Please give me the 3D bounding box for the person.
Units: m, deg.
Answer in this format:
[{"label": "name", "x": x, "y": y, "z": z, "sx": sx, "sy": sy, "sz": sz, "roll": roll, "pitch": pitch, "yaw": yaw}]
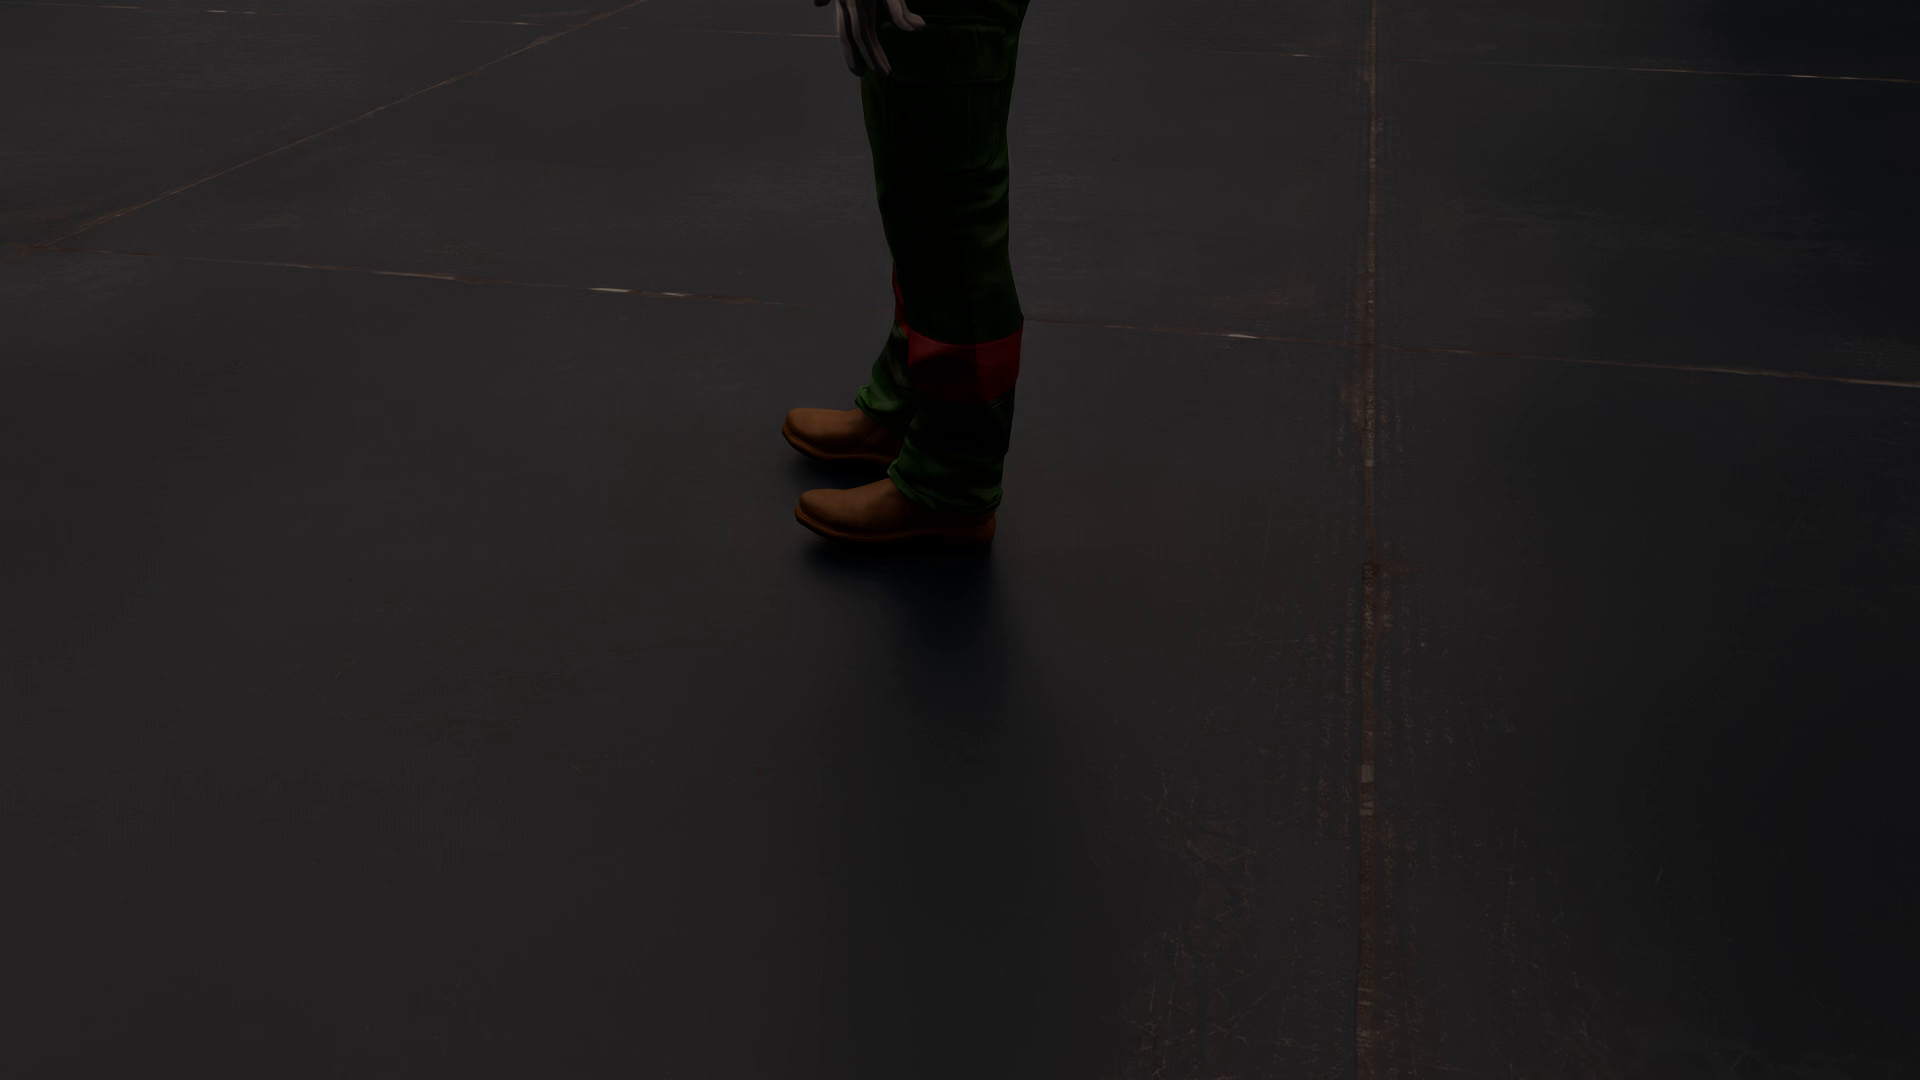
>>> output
[{"label": "person", "x": -0.076, "y": -0.819, "z": 2.120, "sx": 0.562, "sy": 1.787, "sz": 0.637, "roll": 6, "pitch": 27, "yaw": 11}]
